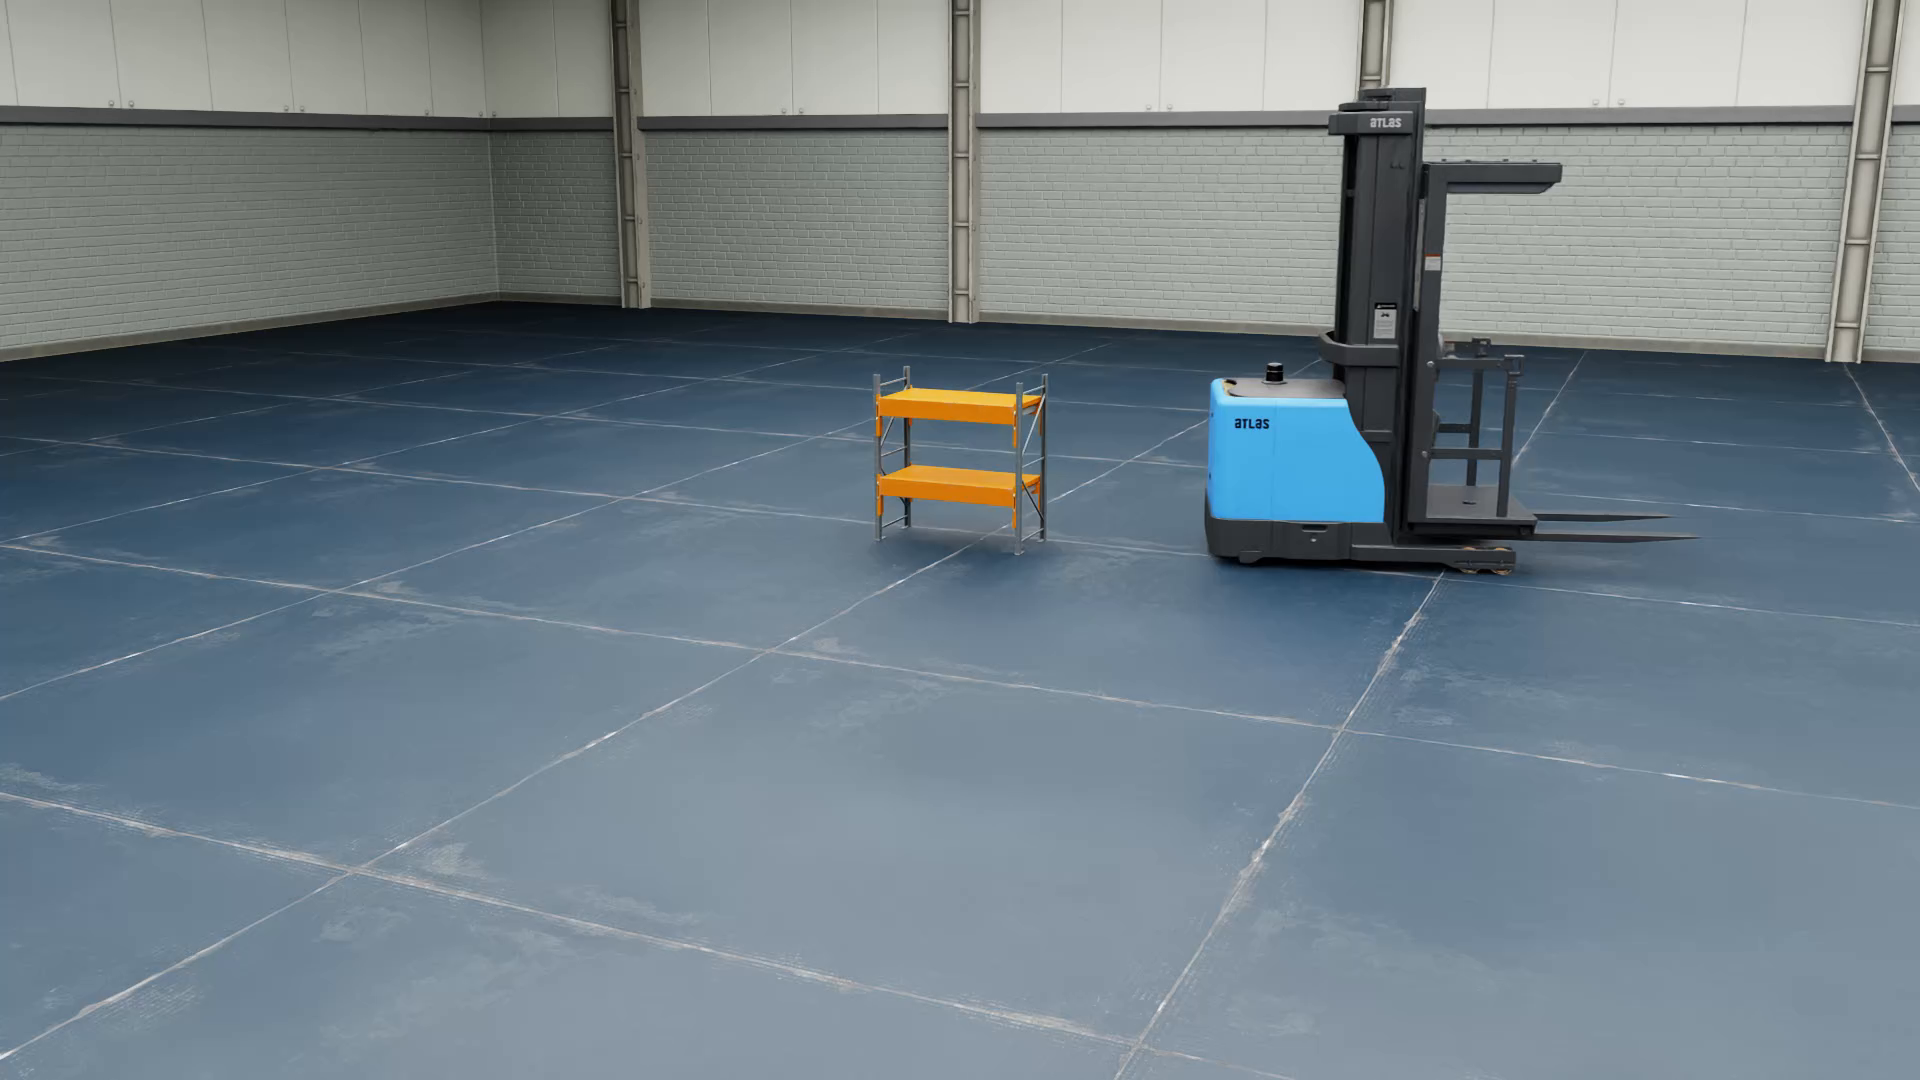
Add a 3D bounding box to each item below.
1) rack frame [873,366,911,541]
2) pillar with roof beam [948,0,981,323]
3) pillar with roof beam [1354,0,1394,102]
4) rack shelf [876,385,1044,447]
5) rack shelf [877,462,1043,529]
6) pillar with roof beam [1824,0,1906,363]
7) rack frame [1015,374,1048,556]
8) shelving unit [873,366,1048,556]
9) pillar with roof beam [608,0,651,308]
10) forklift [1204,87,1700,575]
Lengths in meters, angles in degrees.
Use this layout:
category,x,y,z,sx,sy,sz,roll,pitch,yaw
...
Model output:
category,x,y,z,sx,sy,sz,roll,pitch,yaw
rack frame,-0.459,-0.594,11.324,0.032,1.125,0.500,6,14,23
pillar with roof beam,-1.680,-6.831,20.669,0.400,9.000,9.100,6,14,23
pillar with roof beam,3.806,-6.276,18.303,0.400,9.000,9.100,6,14,23
rack shelf,0.006,-0.832,11.057,1.000,0.278,0.538,6,14,23
rack shelf,0.006,-0.309,11.180,1.000,0.278,0.538,6,14,23
pillar with roof beam,9.292,-5.721,15.937,0.400,9.000,9.100,6,14,23
rack frame,0.471,-0.500,10.923,0.032,1.125,0.500,6,14,23
shelving unit,0.006,-0.547,11.124,1.048,1.125,0.538,6,14,23
pillar with roof beam,-7.165,-7.386,23.035,0.400,9.000,9.100,6,14,23
forklift,3.140,-1.339,10.545,3.031,2.935,1.130,1,13,6
